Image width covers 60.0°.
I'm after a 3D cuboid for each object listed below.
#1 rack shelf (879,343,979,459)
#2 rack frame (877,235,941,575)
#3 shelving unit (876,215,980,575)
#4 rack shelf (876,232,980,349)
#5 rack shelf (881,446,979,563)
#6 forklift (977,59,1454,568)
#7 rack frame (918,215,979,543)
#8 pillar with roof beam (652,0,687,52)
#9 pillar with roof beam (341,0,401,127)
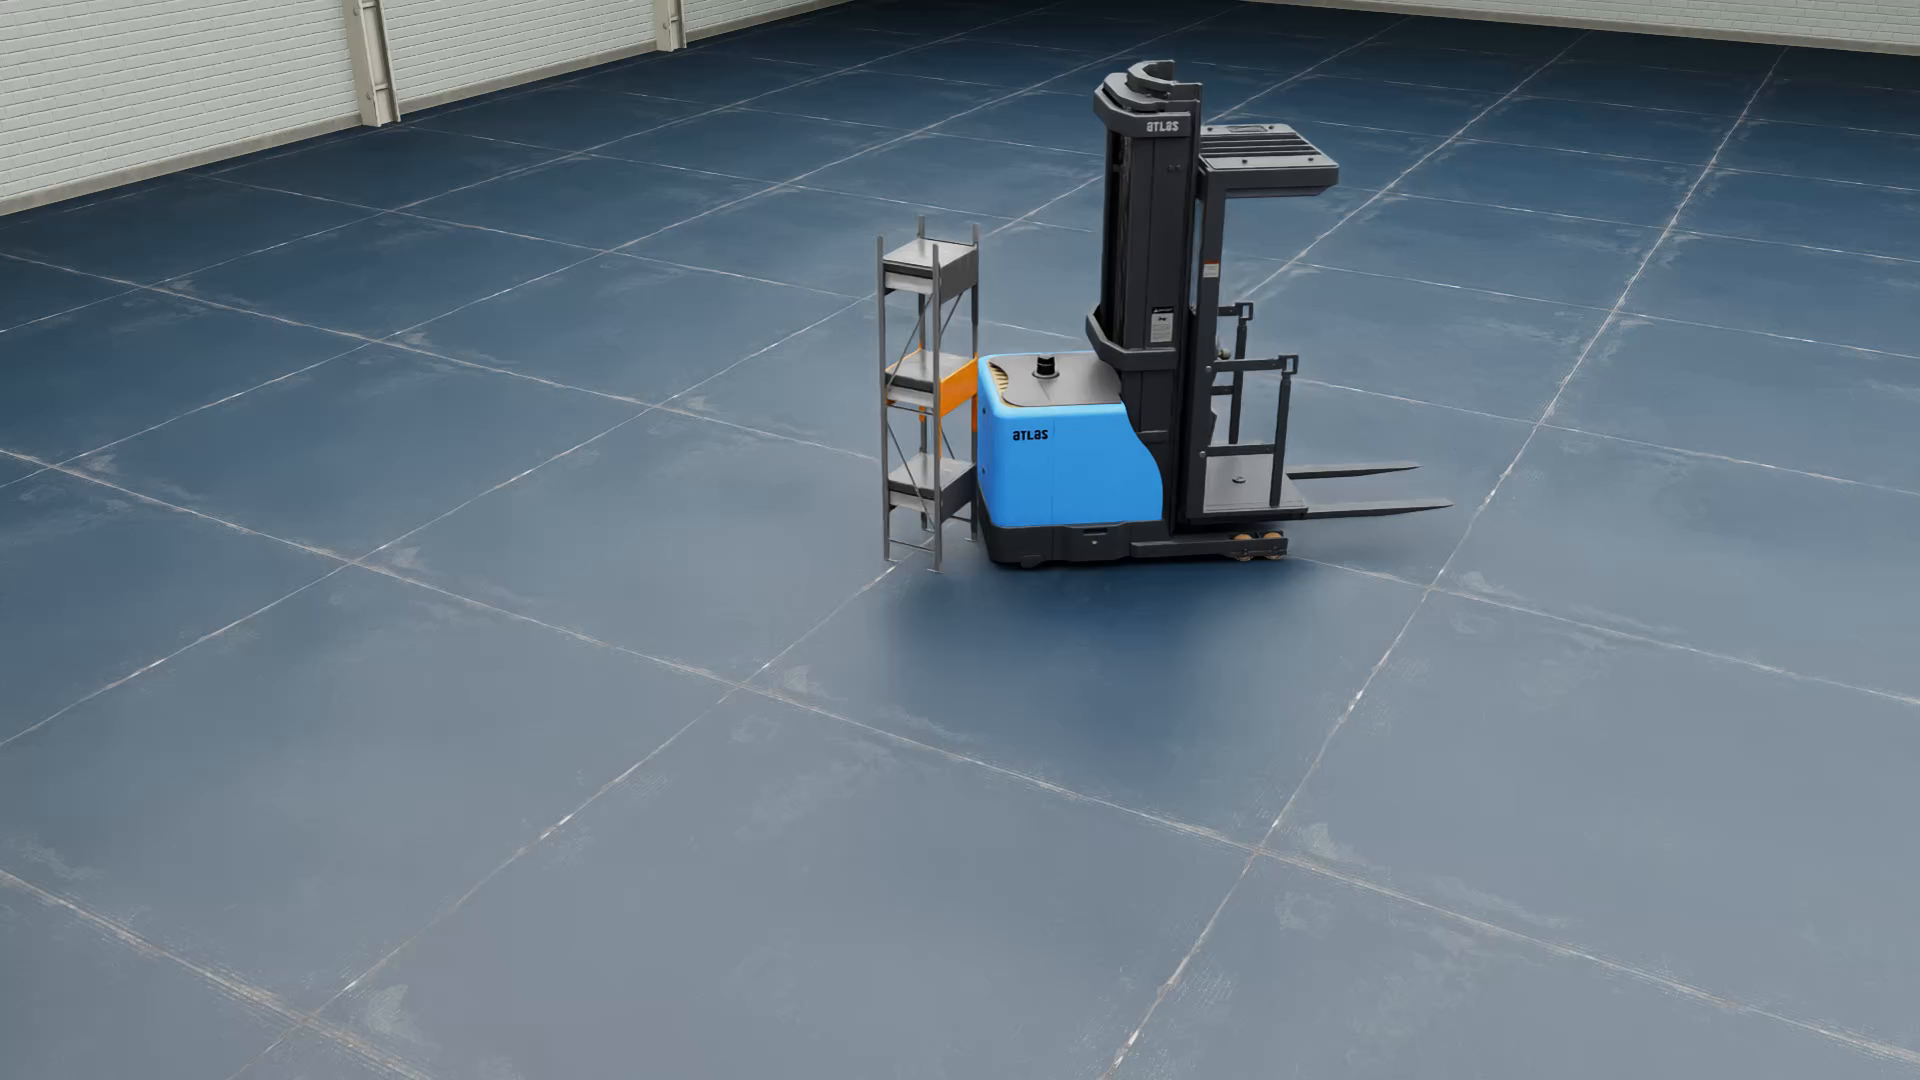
[{"bbox_3d":[-0.185,-0.854,10.140,0.431,0.518,0.480,13,30,25],"label":"rack shelf"},{"bbox_3d":[-0.300,-0.770,9.942,0.400,2.100,0.015,13,30,25],"label":"rack frame"},{"bbox_3d":[-0.185,-0.866,10.134,0.431,2.100,0.503,13,30,25],"label":"shelving unit"},{"bbox_3d":[-0.185,-1.480,9.827,0.431,0.518,0.480,13,30,25],"label":"rack shelf"},{"bbox_3d":[-0.185,-0.228,10.454,0.431,0.518,0.480,13,30,25],"label":"rack shelf"},{"bbox_3d":[1.641,-1.410,10.292,3.031,2.935,1.130,-3,27,-6],"label":"forklift"},{"bbox_3d":[-0.070,-0.962,10.327,0.400,2.100,0.015,13,30,25],"label":"rack frame"},{"bbox_3d":[-0.809,-10.830,22.331,9.100,9.000,0.400,14,30,26],"label":"pillar with roof beam"},{"bbox_3d":[-3.760,-8.491,17.660,9.100,9.000,0.400,14,30,26],"label":"pillar with roof beam"}]
